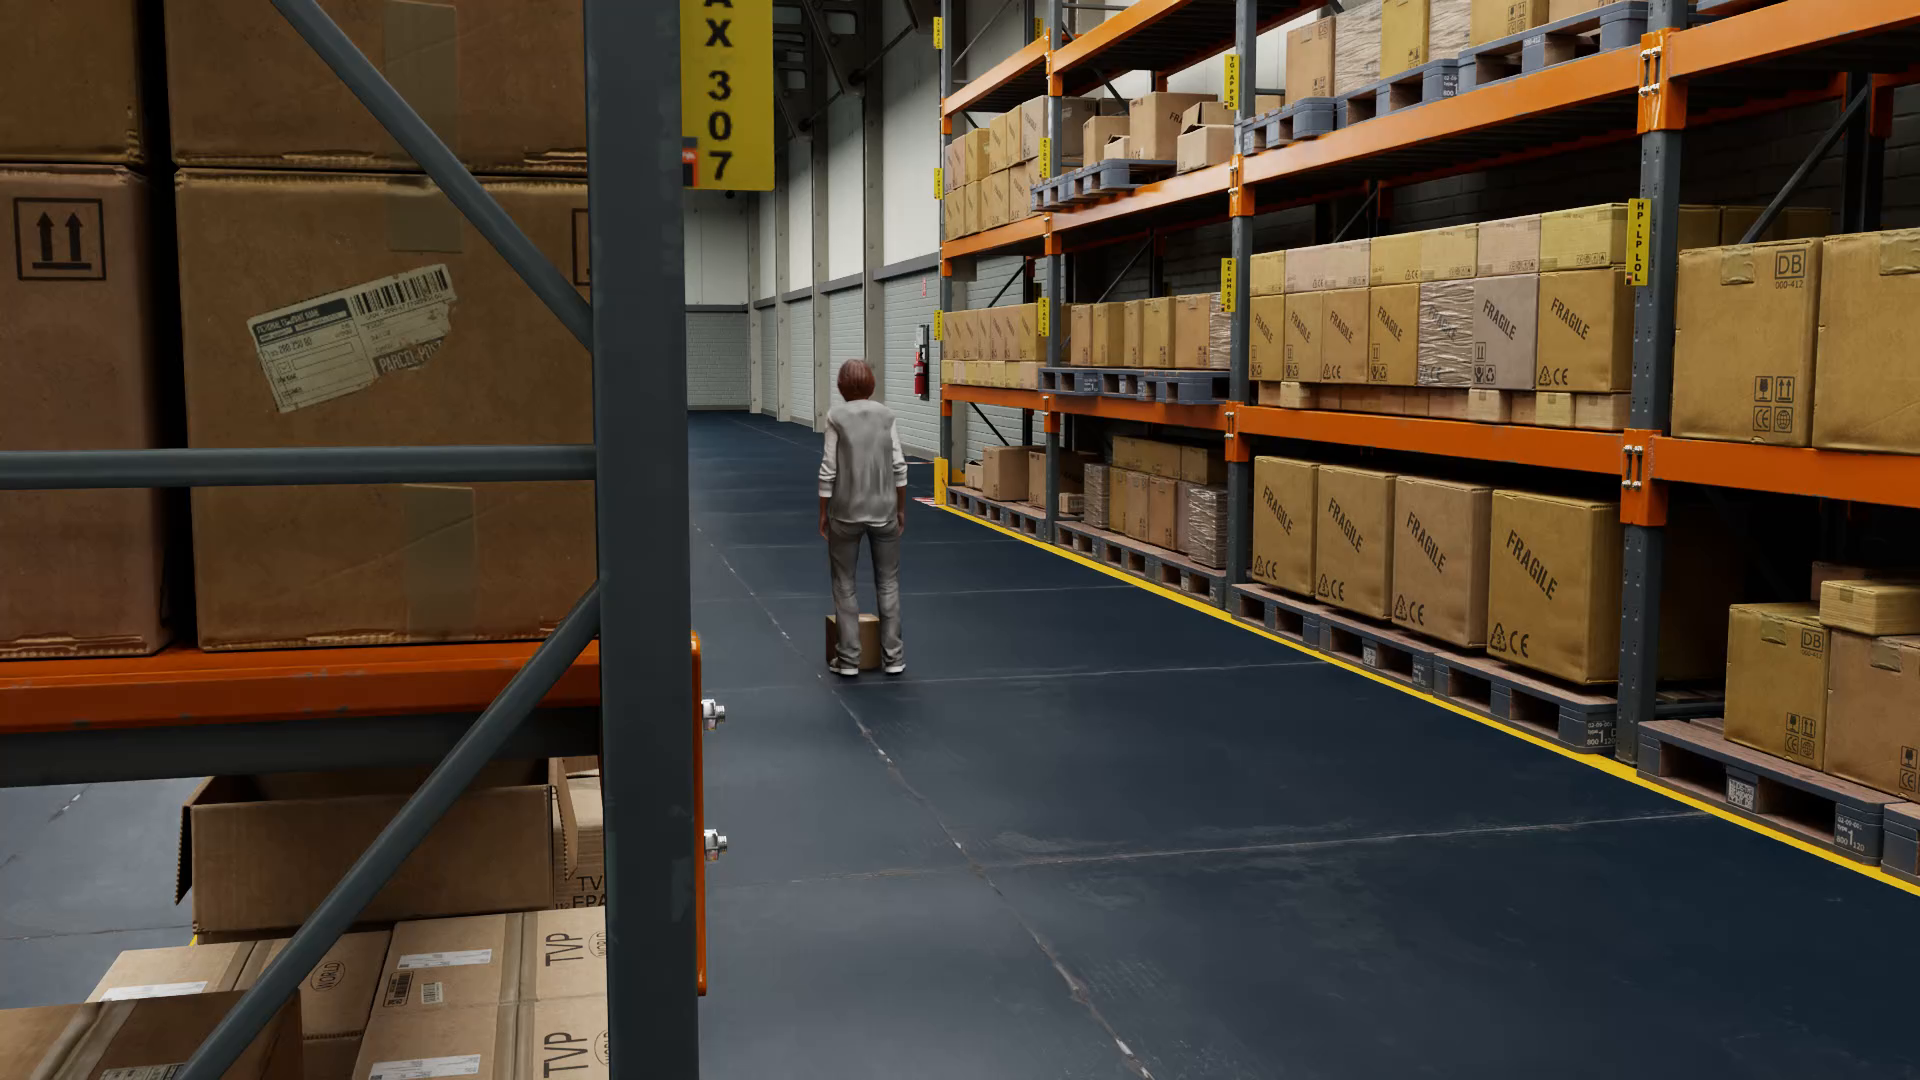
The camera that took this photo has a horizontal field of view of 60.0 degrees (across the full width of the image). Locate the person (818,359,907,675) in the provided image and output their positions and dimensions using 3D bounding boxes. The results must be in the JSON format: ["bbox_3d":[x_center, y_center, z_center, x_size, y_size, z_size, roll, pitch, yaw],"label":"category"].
[{"bbox_3d":[-0.488,-0.105,8.381,0.472,1.580,0.347,-2,7,-16],"label":"person"}]
